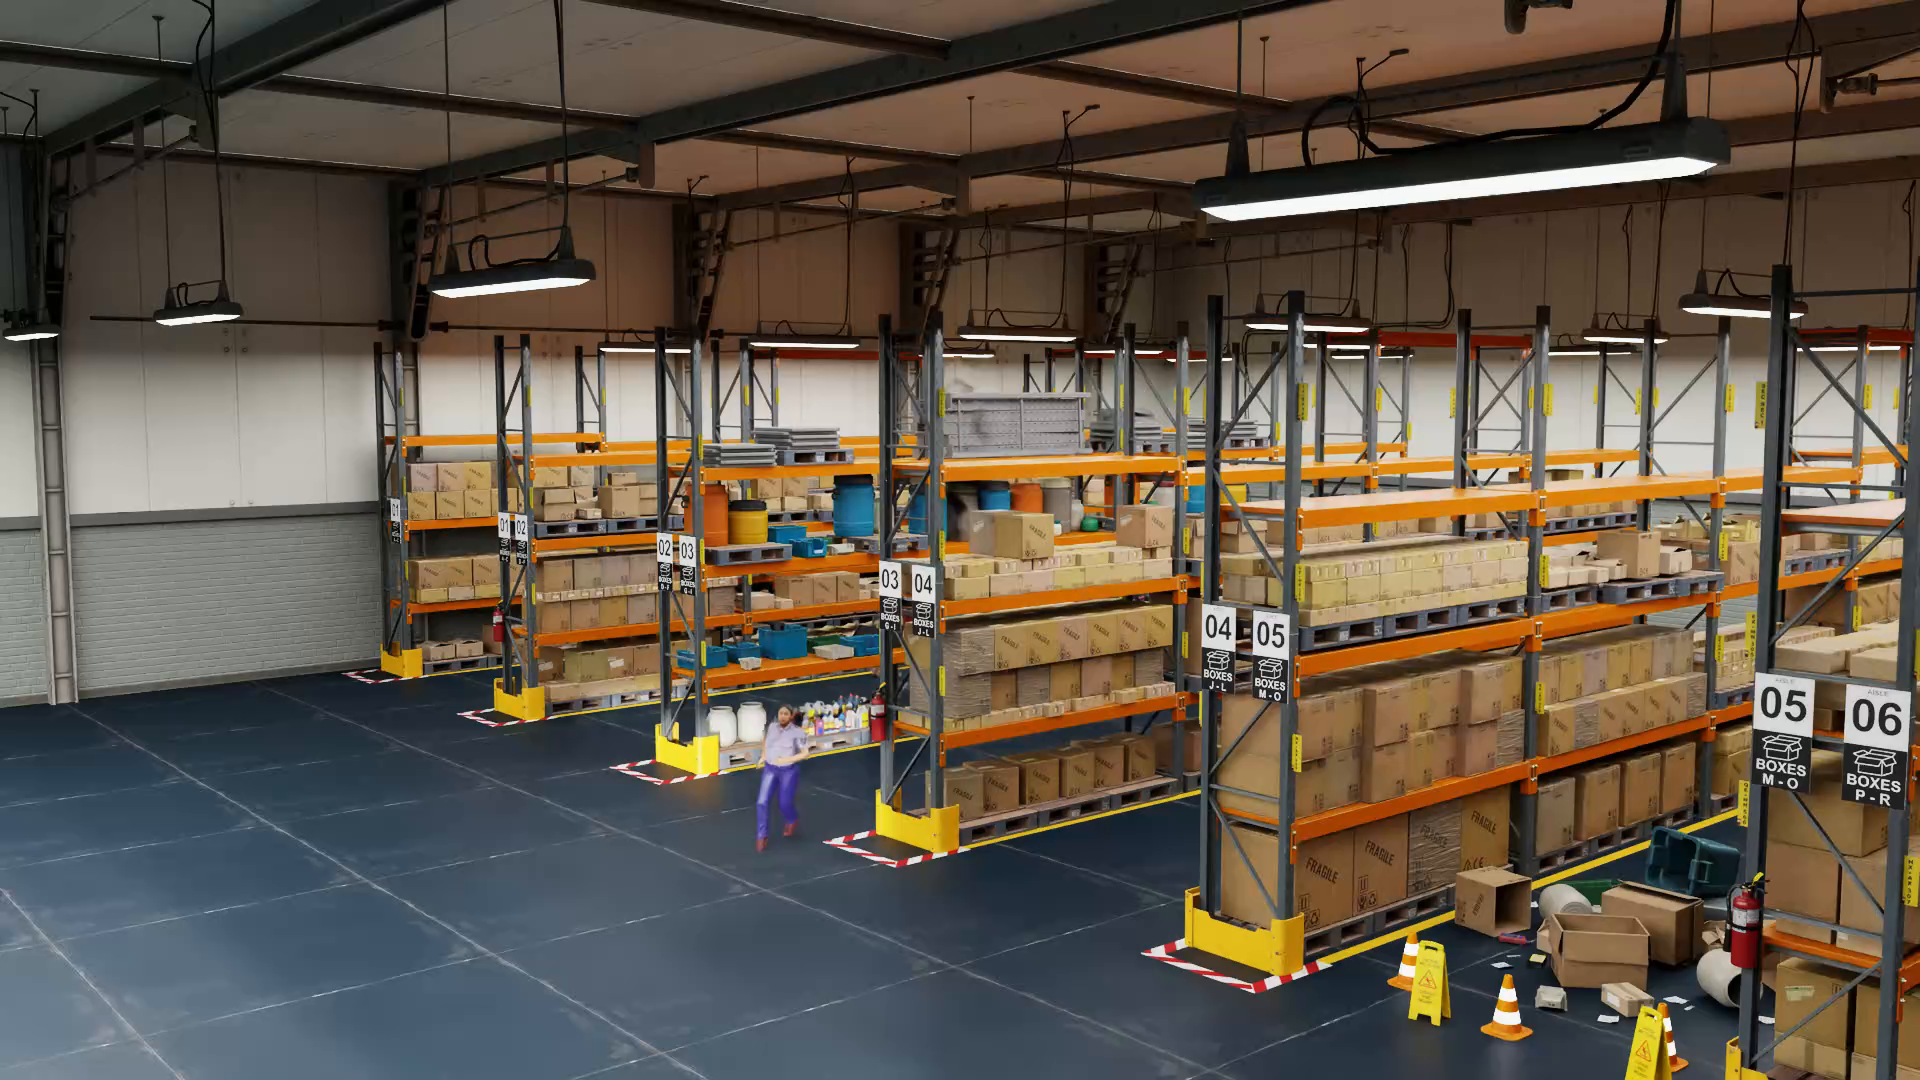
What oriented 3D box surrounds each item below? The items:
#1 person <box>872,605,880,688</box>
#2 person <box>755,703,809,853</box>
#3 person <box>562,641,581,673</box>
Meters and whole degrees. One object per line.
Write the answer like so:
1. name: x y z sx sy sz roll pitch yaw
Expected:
1. person: -1.201 1.851 27.602 0.569 1.621 0.609 4 7 38
2. person: -1.986 2.680 18.819 0.631 1.670 0.806 2 5 18
3. person: -6.621 1.703 28.774 0.547 1.756 0.761 4 6 36
